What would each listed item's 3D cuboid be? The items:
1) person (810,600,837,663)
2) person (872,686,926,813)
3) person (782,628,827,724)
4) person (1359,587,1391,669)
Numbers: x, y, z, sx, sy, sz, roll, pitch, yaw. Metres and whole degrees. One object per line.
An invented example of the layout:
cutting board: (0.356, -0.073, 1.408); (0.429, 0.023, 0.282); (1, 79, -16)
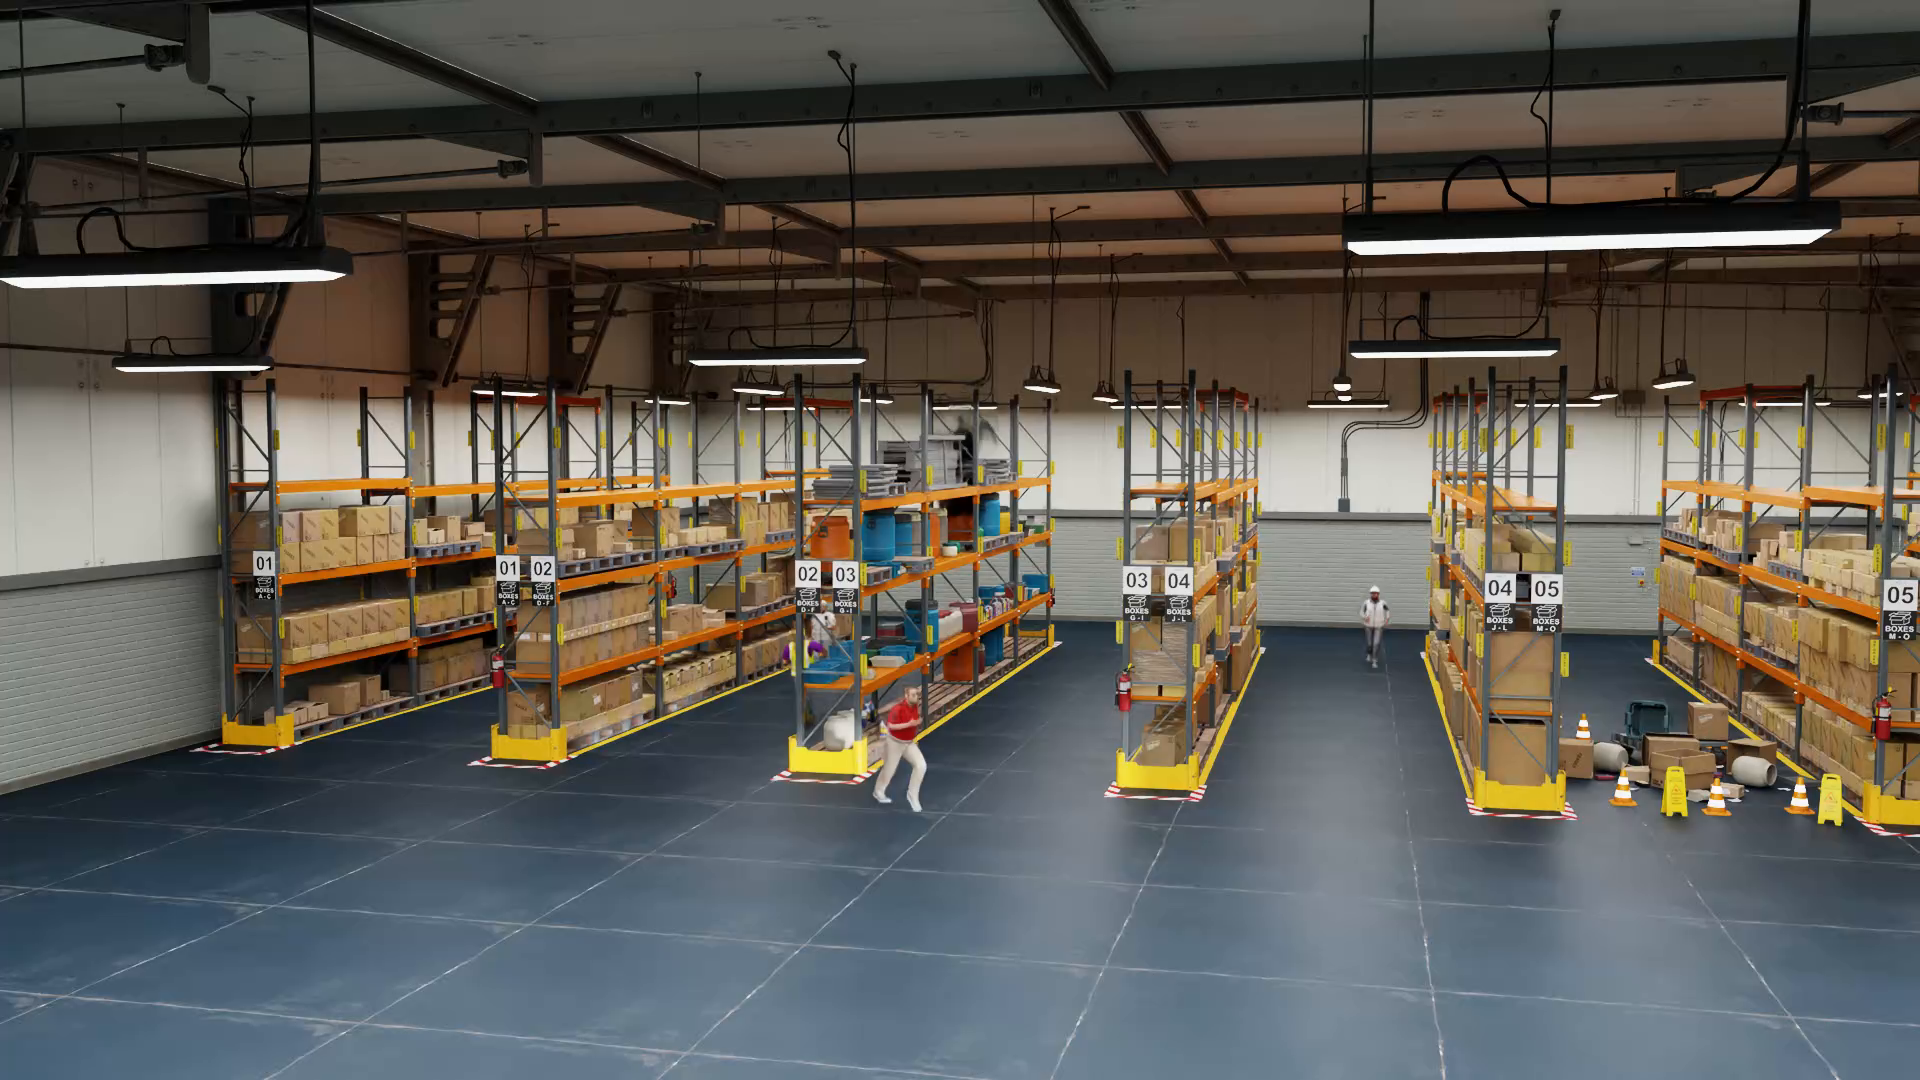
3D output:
person: (-2.845, 2.103, 34.553); (0.593, 1.724, 0.815); (0, 3, 4)
person: (-0.820, 2.819, 22.496); (0.647, 1.738, 0.961); (-3, 5, -43)
person: (-2.752, 2.373, 29.075); (0.738, 1.713, 0.782); (1, 4, 20)
person: (9.181, 1.917, 36.811); (0.684, 1.786, 0.821); (1, 4, 15)
